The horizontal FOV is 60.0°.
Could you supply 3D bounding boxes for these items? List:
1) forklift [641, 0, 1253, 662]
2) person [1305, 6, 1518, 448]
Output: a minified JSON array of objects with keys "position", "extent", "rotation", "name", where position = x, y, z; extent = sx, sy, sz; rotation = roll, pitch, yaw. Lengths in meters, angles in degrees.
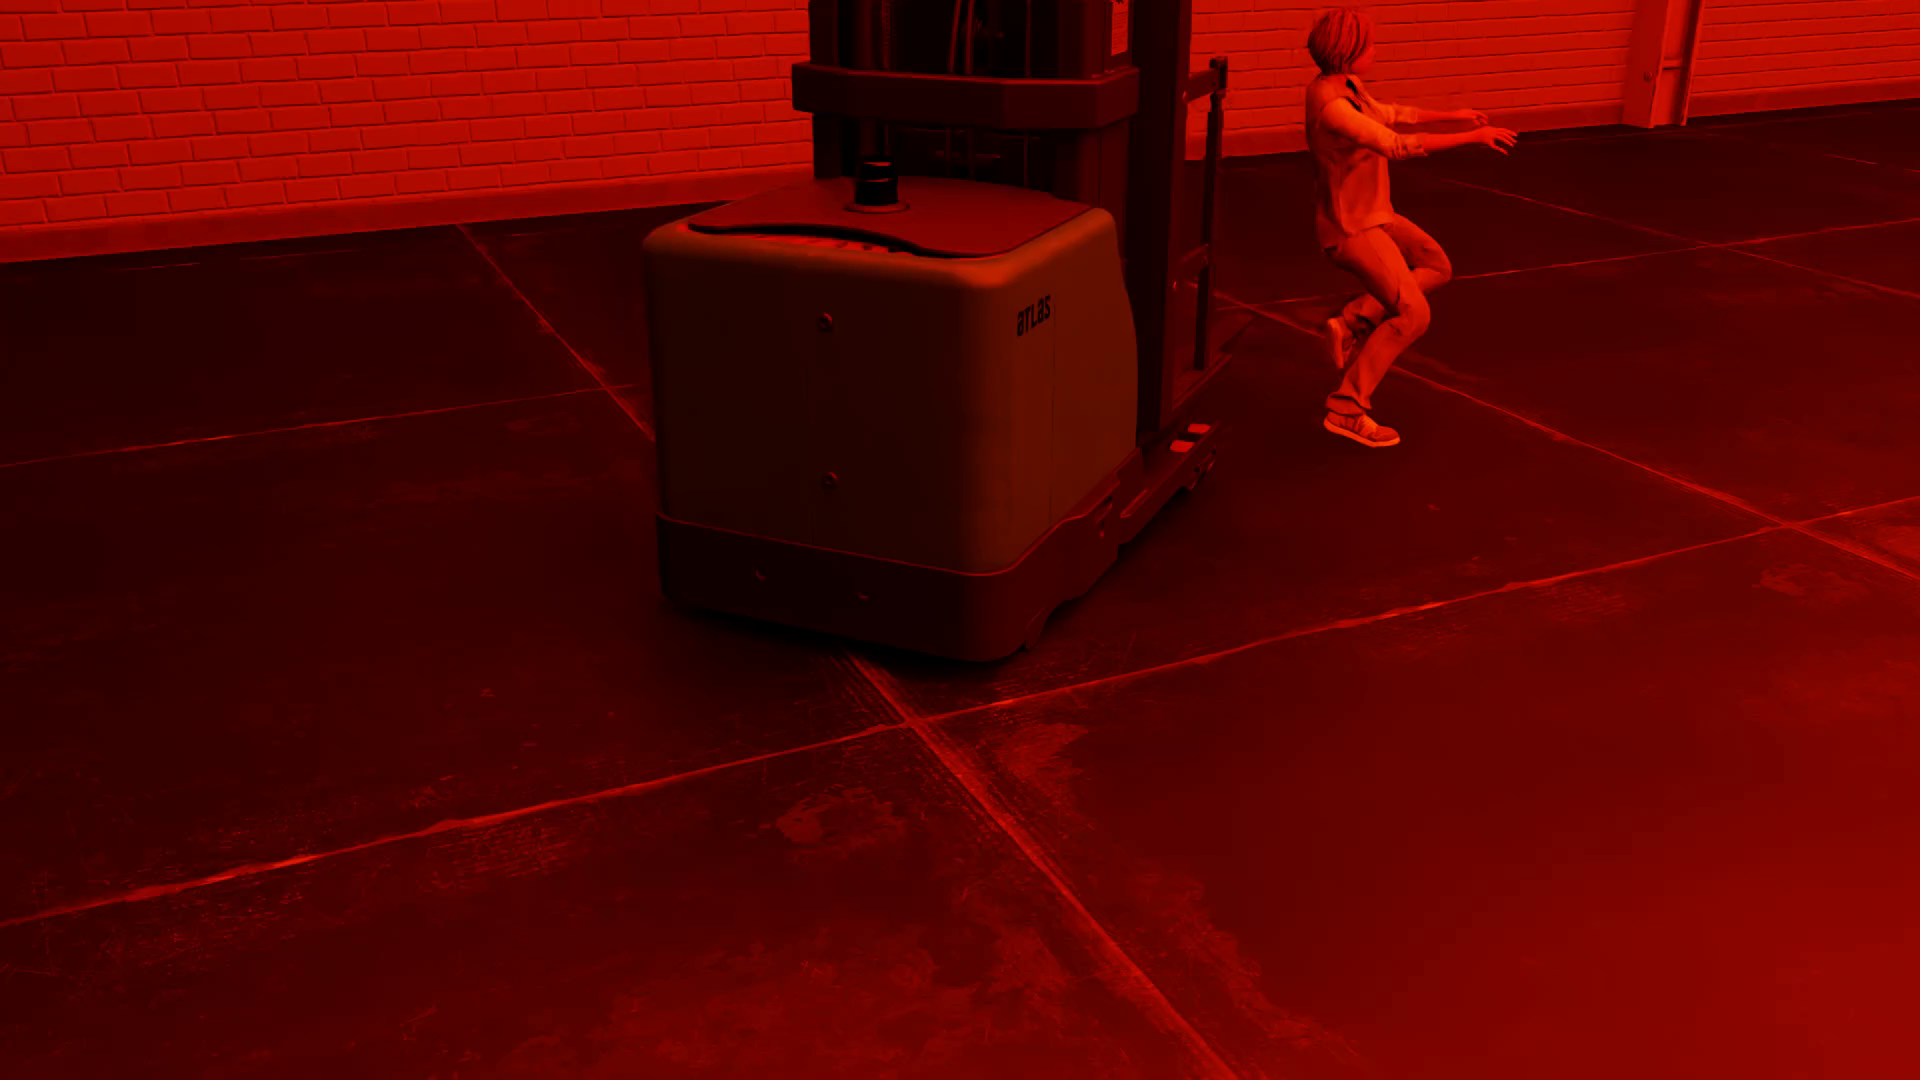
[{"position":[0.245,-1.578,5.086],"extent":[1.130,2.935,3.031],"rotation":[10,25,22],"name":"forklift"},{"position":[1.521,-1.099,5.782],"extent":[0.705,1.443,0.688],"rotation":[7,23,16],"name":"person"}]
